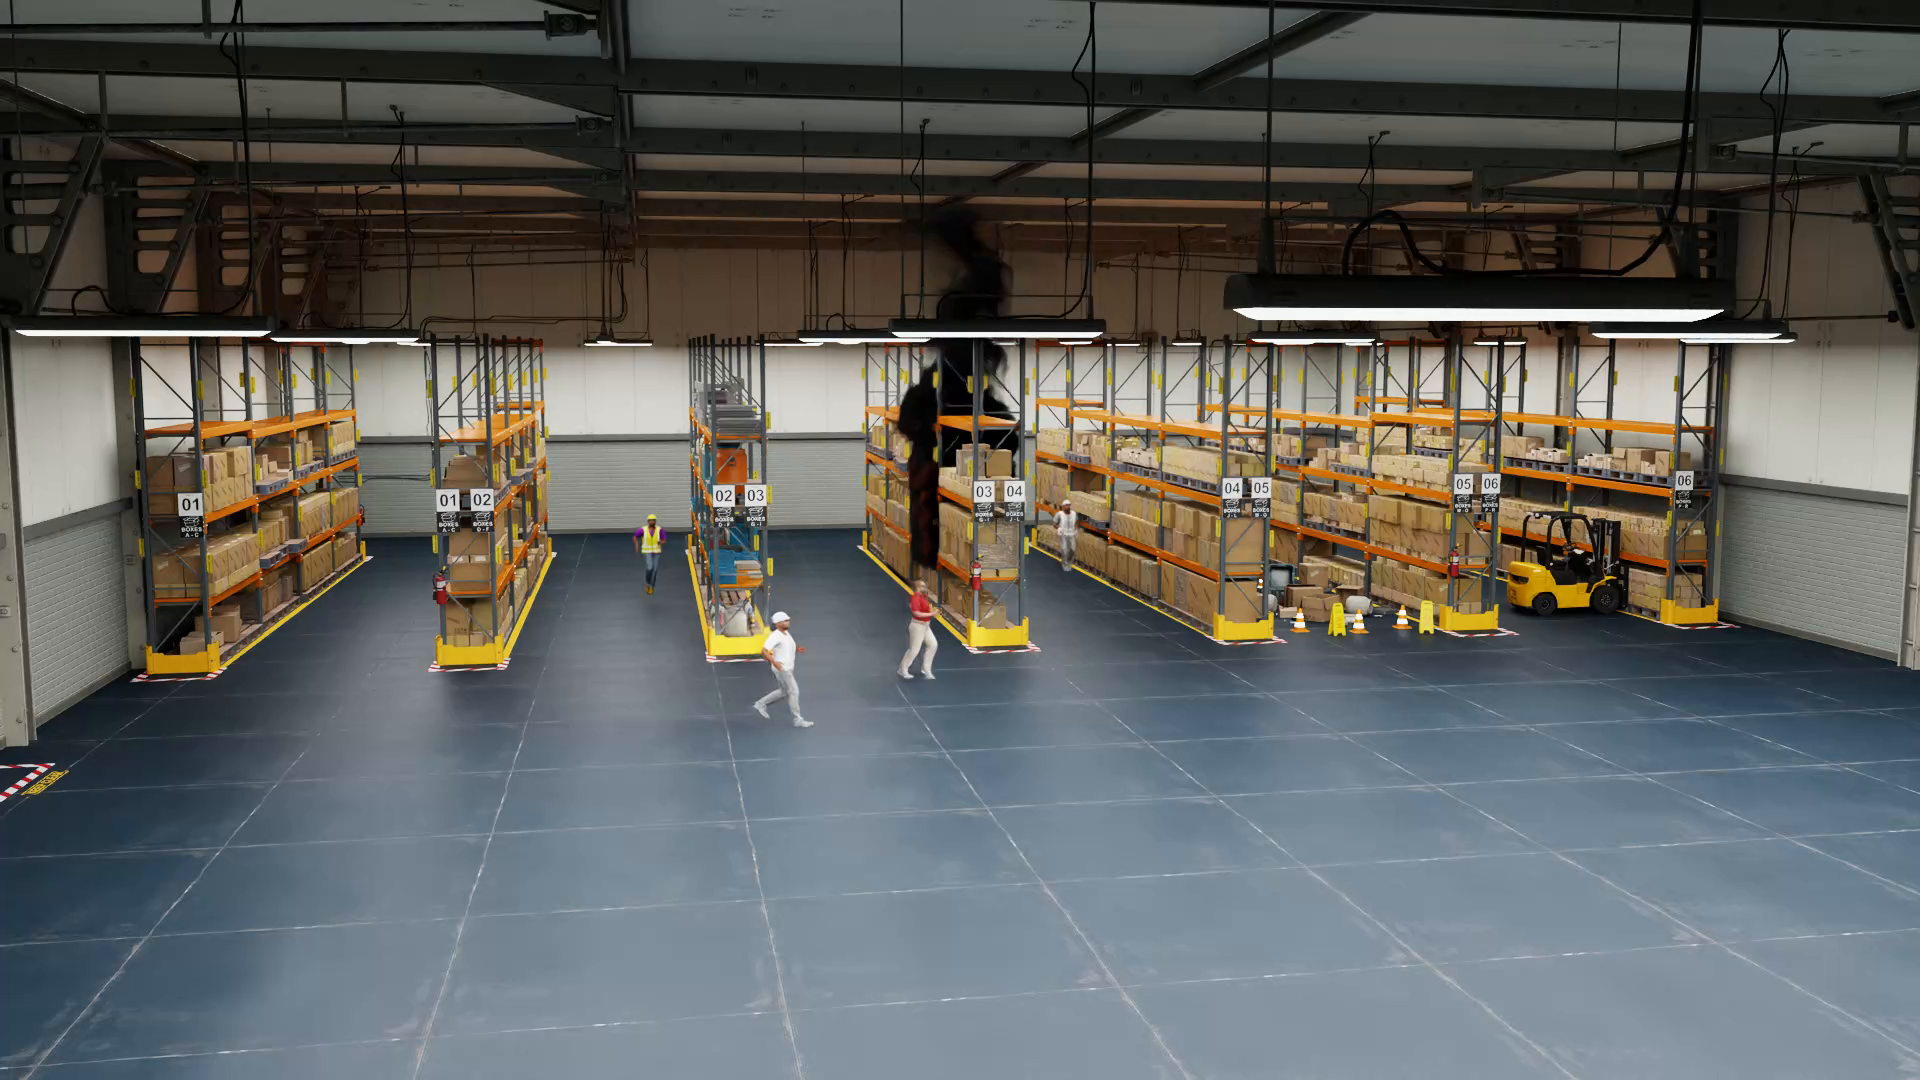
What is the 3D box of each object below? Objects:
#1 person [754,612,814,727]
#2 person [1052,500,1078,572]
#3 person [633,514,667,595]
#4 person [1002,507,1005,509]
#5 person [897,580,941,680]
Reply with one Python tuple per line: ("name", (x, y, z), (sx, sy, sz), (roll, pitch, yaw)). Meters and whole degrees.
("person", (-2.691, 1.956, 25.211), (0.963, 1.747, 0.700), (1, 7, 8))
("person", (2.611, -0.096, 40.708), (0.683, 1.767, 0.551), (-1, 7, -11))
("person", (-6.882, 0.324, 37.125), (0.692, 1.802, 0.660), (-3, 7, -23))
("person", (1.491, -0.760, 49.423), (0.856, 1.639, 0.671), (-4, 7, -28))
("person", (-0.704, 1.583, 28.801), (0.780, 1.805, 0.682), (2, 7, 14))
